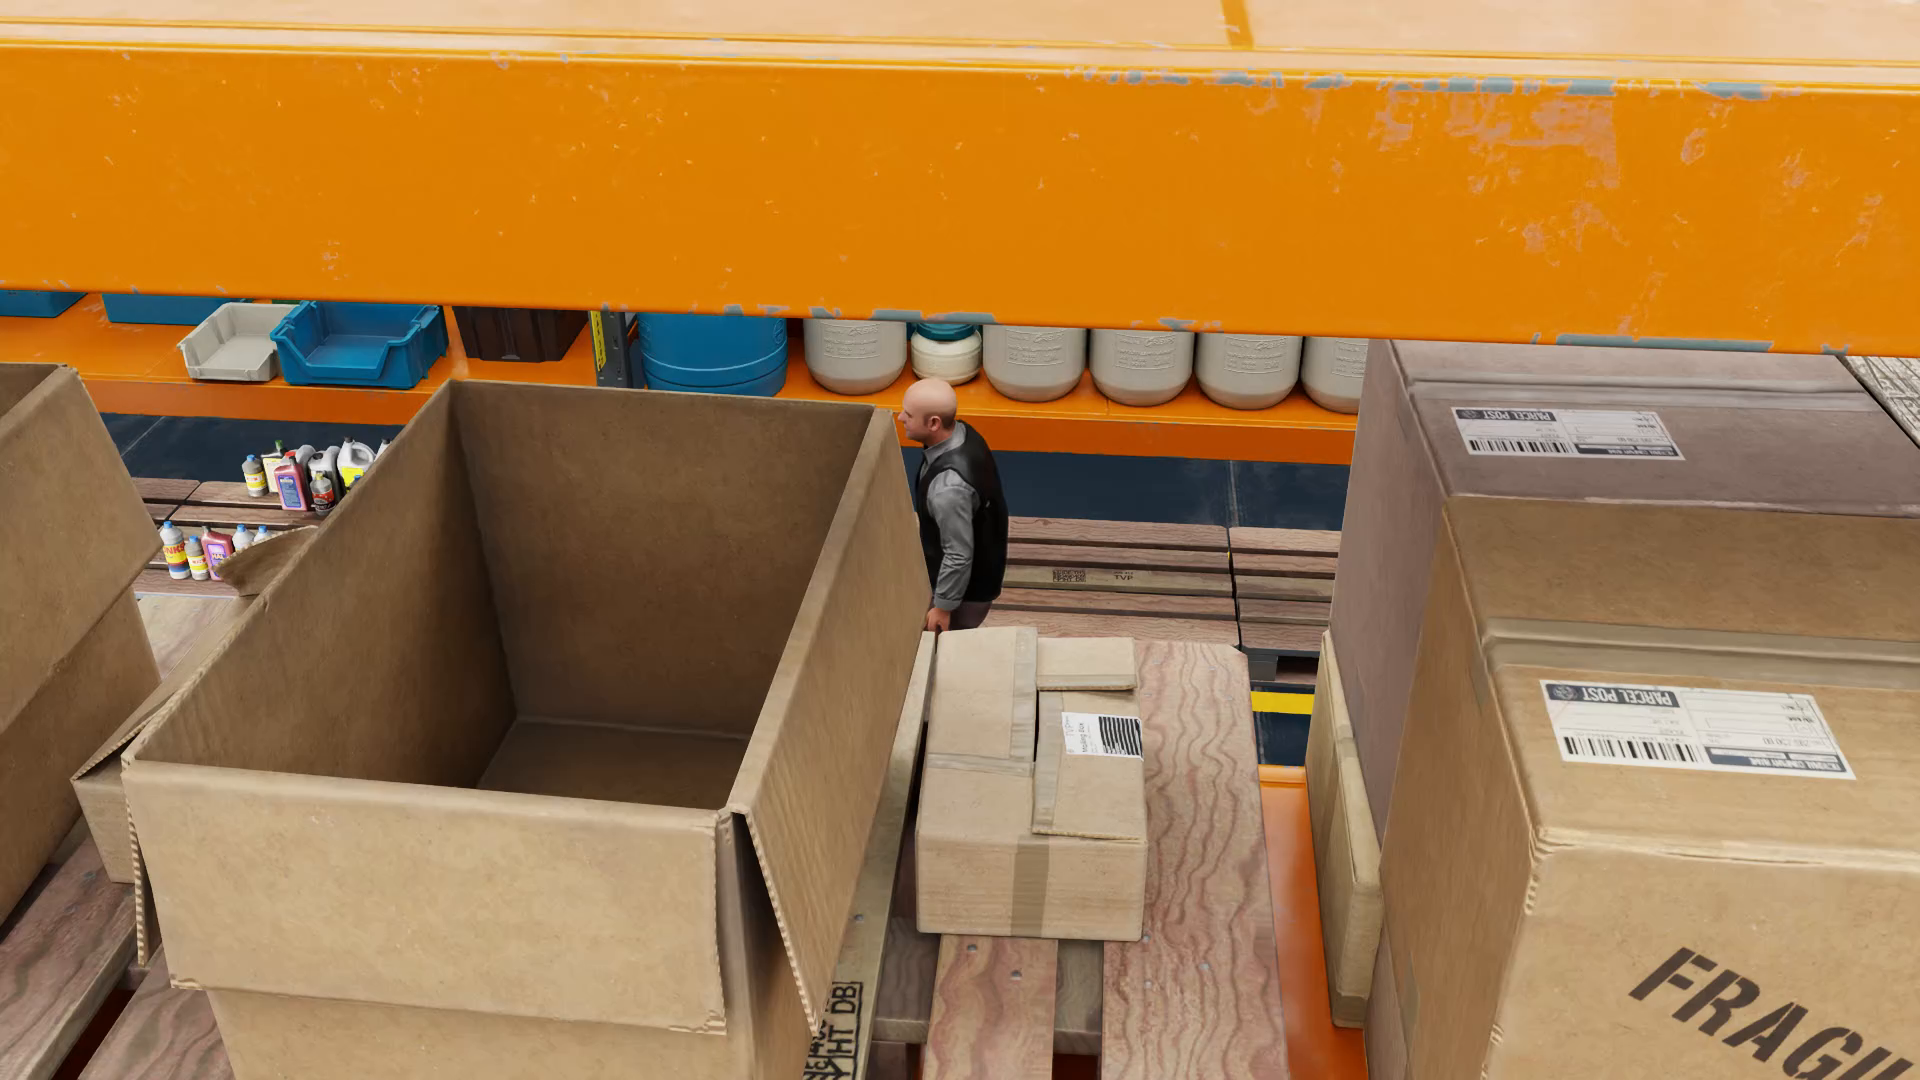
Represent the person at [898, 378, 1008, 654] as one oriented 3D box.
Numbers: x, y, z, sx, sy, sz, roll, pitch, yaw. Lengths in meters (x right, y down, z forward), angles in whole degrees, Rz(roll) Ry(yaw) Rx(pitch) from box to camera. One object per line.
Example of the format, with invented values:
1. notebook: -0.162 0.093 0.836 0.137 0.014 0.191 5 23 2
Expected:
1. person: -0.025 0.149 6.417 0.415 1.721 0.594 1 32 1
